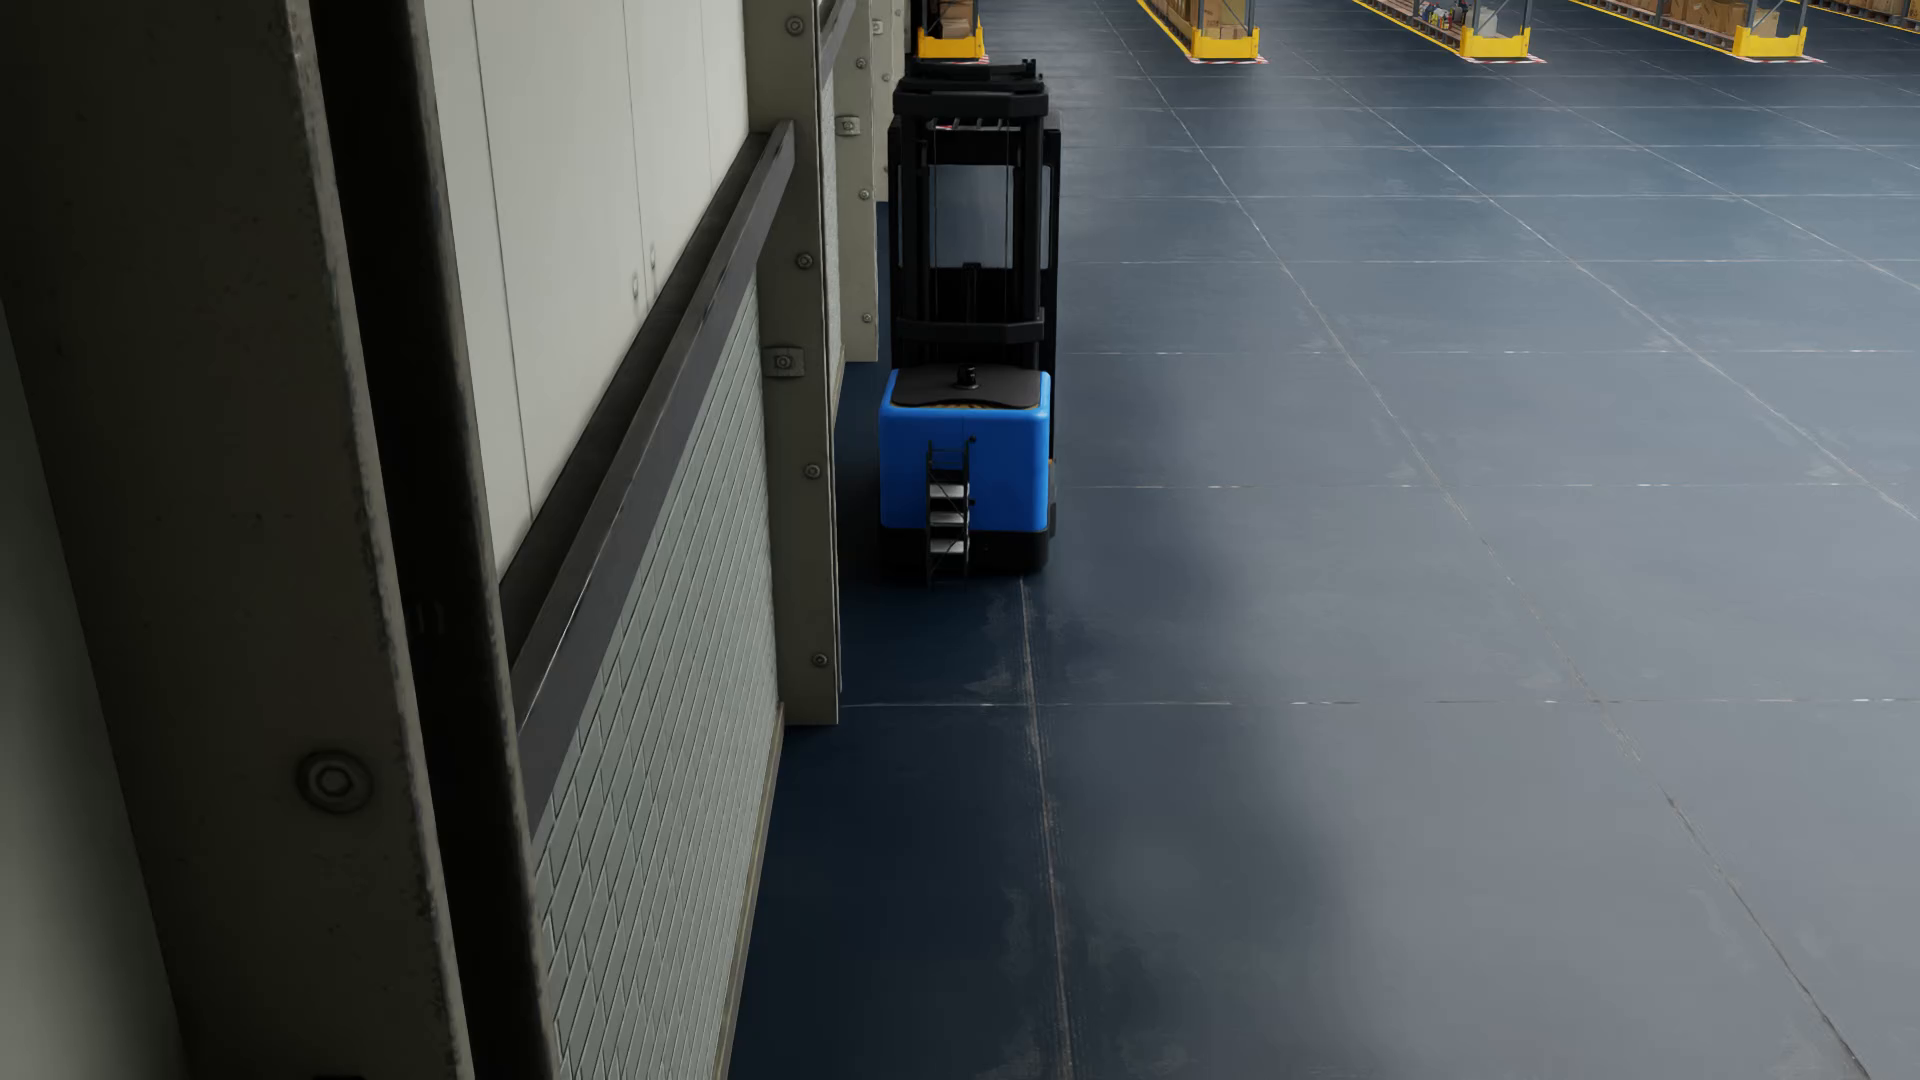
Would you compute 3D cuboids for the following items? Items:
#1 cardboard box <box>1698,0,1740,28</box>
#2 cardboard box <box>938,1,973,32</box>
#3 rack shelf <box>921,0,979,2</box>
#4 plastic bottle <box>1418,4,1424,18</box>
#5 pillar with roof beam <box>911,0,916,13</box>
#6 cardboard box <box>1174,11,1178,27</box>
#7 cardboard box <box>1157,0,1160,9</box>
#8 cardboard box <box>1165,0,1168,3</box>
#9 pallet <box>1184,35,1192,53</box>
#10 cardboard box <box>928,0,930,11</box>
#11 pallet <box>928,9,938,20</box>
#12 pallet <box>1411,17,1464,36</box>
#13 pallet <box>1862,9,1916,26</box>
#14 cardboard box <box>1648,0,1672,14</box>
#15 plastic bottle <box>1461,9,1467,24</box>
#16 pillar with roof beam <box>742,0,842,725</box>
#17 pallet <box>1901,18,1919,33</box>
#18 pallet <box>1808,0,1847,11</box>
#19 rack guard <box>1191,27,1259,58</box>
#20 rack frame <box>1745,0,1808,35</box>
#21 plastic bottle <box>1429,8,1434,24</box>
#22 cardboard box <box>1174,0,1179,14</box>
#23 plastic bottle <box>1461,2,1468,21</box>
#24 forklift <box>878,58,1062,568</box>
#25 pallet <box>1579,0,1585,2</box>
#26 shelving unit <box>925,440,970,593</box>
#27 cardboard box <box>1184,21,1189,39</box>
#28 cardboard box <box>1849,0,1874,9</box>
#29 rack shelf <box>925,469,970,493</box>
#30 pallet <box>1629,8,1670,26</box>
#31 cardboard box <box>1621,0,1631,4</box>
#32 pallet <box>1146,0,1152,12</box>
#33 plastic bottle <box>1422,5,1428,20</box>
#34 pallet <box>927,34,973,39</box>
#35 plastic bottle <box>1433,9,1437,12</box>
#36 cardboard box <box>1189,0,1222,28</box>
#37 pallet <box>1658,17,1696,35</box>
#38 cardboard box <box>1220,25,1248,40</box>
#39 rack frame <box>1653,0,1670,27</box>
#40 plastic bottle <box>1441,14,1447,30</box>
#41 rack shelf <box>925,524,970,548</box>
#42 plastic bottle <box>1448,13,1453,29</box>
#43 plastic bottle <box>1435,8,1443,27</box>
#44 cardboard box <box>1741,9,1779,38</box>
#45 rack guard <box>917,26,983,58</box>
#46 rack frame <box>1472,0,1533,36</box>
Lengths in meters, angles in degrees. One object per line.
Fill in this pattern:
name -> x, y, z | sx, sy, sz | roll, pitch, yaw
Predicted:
cardboard box -> 14.698, -10.205, 32.197 | 0.500, 0.500, 0.500 | -2, 24, -5
cardboard box -> -0.063, -9.978, 31.672 | 0.700, 0.500, 0.500 | -2, 24, -4
rack shelf -> -0.203, -10.590, 31.399 | 1.077, 0.370, 4.000 | 0, 24, -1
plastic bottle -> 9.247, -10.611, 33.348 | 0.097, 0.271, 0.097 | 0, 24, 0
pillar with roof beam -> 3.186, -15.604, 34.330 | 9.100, 9.000, 0.400 | 0, 24, -1
cardboard box -> 4.432, -10.100, 32.269 | 0.500, 0.250, 0.500 | 0, 24, -1
cardboard box -> 4.425, -11.293, 34.907 | 0.500, 0.250, 0.500 | 0, 24, 1
cardboard box -> 4.438, -11.126, 33.856 | 0.500, 0.311, 0.500 | 0, 24, -1
pallet -> 4.722, -9.162, 30.752 | 1.003, 0.211, 1.213 | 0, 24, -1
cardboard box -> -0.305, -11.320, 34.638 | 0.700, 0.500, 0.500 | -1, 24, -2
pallet -> -0.234, -10.793, 34.357 | 1.003, 0.211, 1.213 | 0, 24, -1
pallet -> 9.648, -10.239, 33.133 | 1.003, 0.211, 1.213 | 0, 24, -1
pallet -> 19.512, -10.837, 34.454 | 1.003, 0.211, 1.213 | 0, 24, -1
cardboard box -> 14.650, -11.124, 34.204 | 0.700, 0.500, 0.500 | -2, 24, -5
plastic bottle -> 9.881, -10.262, 32.563 | 0.061, 0.283, 0.133 | 0, 24, -1
pillar with roof beam -> 3.513, -3.242, 6.998 | 9.100, 9.000, 0.400 | 0, 24, -1
pallet -> 19.526, -10.205, 33.059 | 1.003, 0.211, 1.213 | 0, 24, -1
pallet -> 19.485, -11.842, 36.677 | 1.003, 0.211, 1.213 | 0, 24, -1
rack guard -> 4.773, -8.969, 29.974 | 1.175, 0.500, 0.348 | 0, 24, -1
rack frame -> 14.678, -10.161, 29.576 | 1.000, 3.000, 0.127 | 0, 24, -1
plastic bottle -> 9.238, -10.269, 32.578 | 0.061, 0.283, 0.133 | 1, 24, 2
cardboard box -> 4.432, -10.442, 32.114 | 0.500, 0.500, 0.500 | 0, 24, -1
plastic bottle -> 9.979, -10.437, 32.868 | 0.144, 0.351, 0.185 | -1, 24, -3
forklift -> 0.104, -1.730, 11.018 | 1.130, 2.935, 3.031 | 1, 24, 3
pallet -> 14.658, -12.512, 38.158 | 1.003, 0.211, 1.213 | 0, 24, -1
shelving unit -> -0.073, -0.137, 9.962 | 0.258, 0.900, 0.210 | 1, 24, 3
cardboard box -> 4.454, -9.482, 30.902 | 0.500, 0.250, 0.500 | 0, 24, -1
cardboard box -> 19.492, -11.609, 34.998 | 1.050, 0.750, 0.750 | 0, 24, -1
rack shelf -> -0.073, -0.353, 9.864 | 0.258, 0.077, 0.200 | 1, 24, 3
pallet -> 14.625, -10.859, 34.504 | 1.003, 0.211, 1.213 | 0, 24, -1
cardboard box -> 14.650, -11.781, 35.657 | 0.700, 0.500, 0.500 | 2, 24, 4
pallet -> 4.655, -11.804, 36.594 | 1.003, 0.211, 1.213 | 0, 24, -1
plastic bottle -> 9.278, -10.480, 33.053 | 0.152, 0.276, 0.135 | 1, 24, 1
pallet -> -0.155, -9.190, 30.813 | 1.003, 0.211, 1.213 | 0, 24, -1
plastic bottle -> 9.317, -10.271, 32.597 | 0.097, 0.271, 0.097 | 0, 24, 0
cardboard box -> 4.469, -9.618, 30.292 | 0.500, 0.500, 0.500 | 0, 24, -1
pallet -> 14.677, -10.262, 33.183 | 1.003, 0.211, 1.213 | 0, 24, -1
cardboard box -> 4.989, -9.278, 30.452 | 0.500, 0.250, 0.500 | 0, 24, -1
rack frame -> 14.635, -11.809, 33.220 | 1.000, 3.000, 0.127 | 0, 24, -1
plastic bottle -> 9.248, -9.904, 31.771 | 0.061, 0.283, 0.133 | 0, 24, 1
rack shelf -> -0.073, -0.025, 10.013 | 0.258, 0.077, 0.200 | 1, 24, 3
plastic bottle -> 9.398, -9.961, 31.896 | 0.061, 0.283, 0.133 | 0, 24, -1
plastic bottle -> 9.285, -10.116, 32.158 | 0.144, 0.351, 0.185 | 1, 24, 2
cardboard box -> 14.688, -9.471, 30.574 | 0.500, 0.500, 0.500 | 4, 25, 9
rack guard -> -0.182, -8.986, 30.013 | 1.175, 0.500, 0.348 | 0, 24, -1
rack frame -> 9.726, -10.139, 29.527 | 1.000, 3.000, 0.127 | 0, 24, -1
